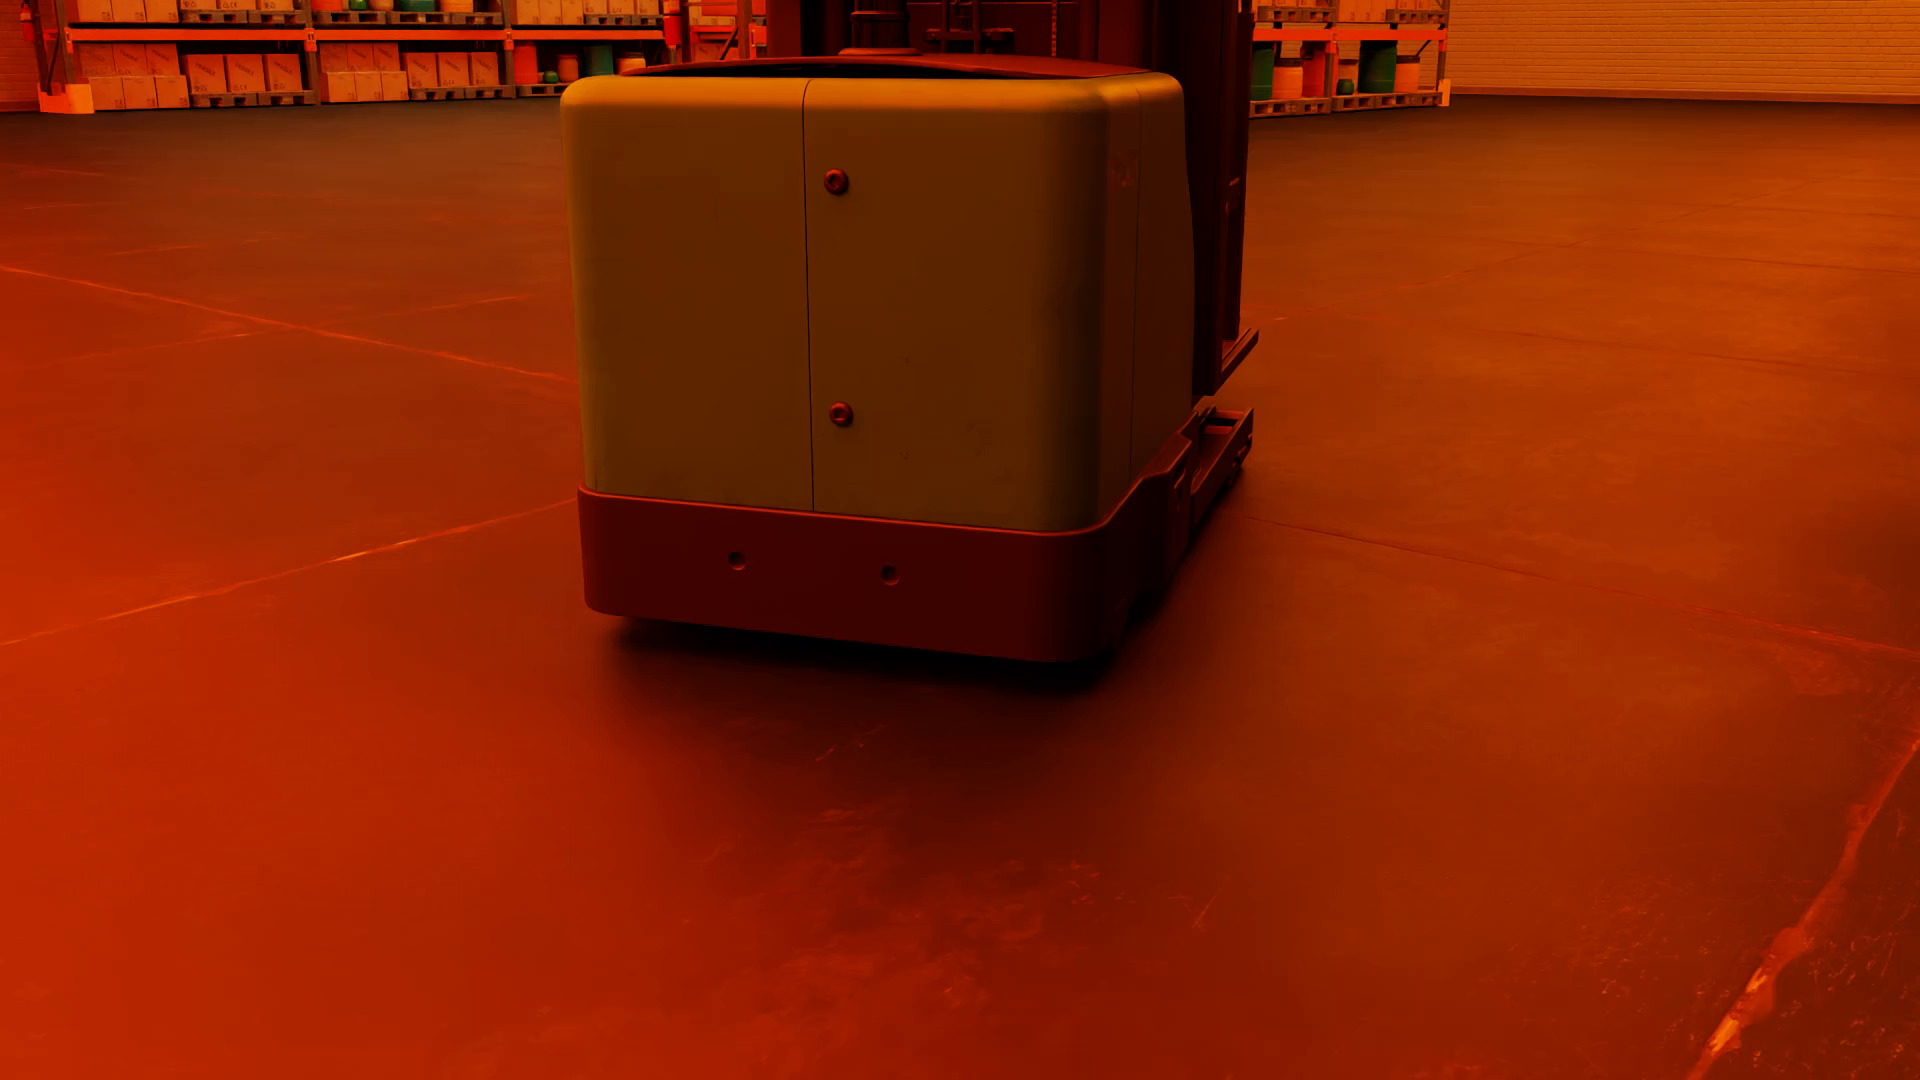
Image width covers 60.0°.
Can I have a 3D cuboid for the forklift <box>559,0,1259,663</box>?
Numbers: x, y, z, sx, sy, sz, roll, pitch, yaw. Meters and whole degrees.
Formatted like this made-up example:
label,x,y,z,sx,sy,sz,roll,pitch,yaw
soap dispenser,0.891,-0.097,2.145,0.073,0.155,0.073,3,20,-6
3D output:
label,x,y,z,sx,sy,sz,roll,pitch,yaw
forklift,0.182,-1.571,4.072,1.130,2.935,3.031,5,18,17
